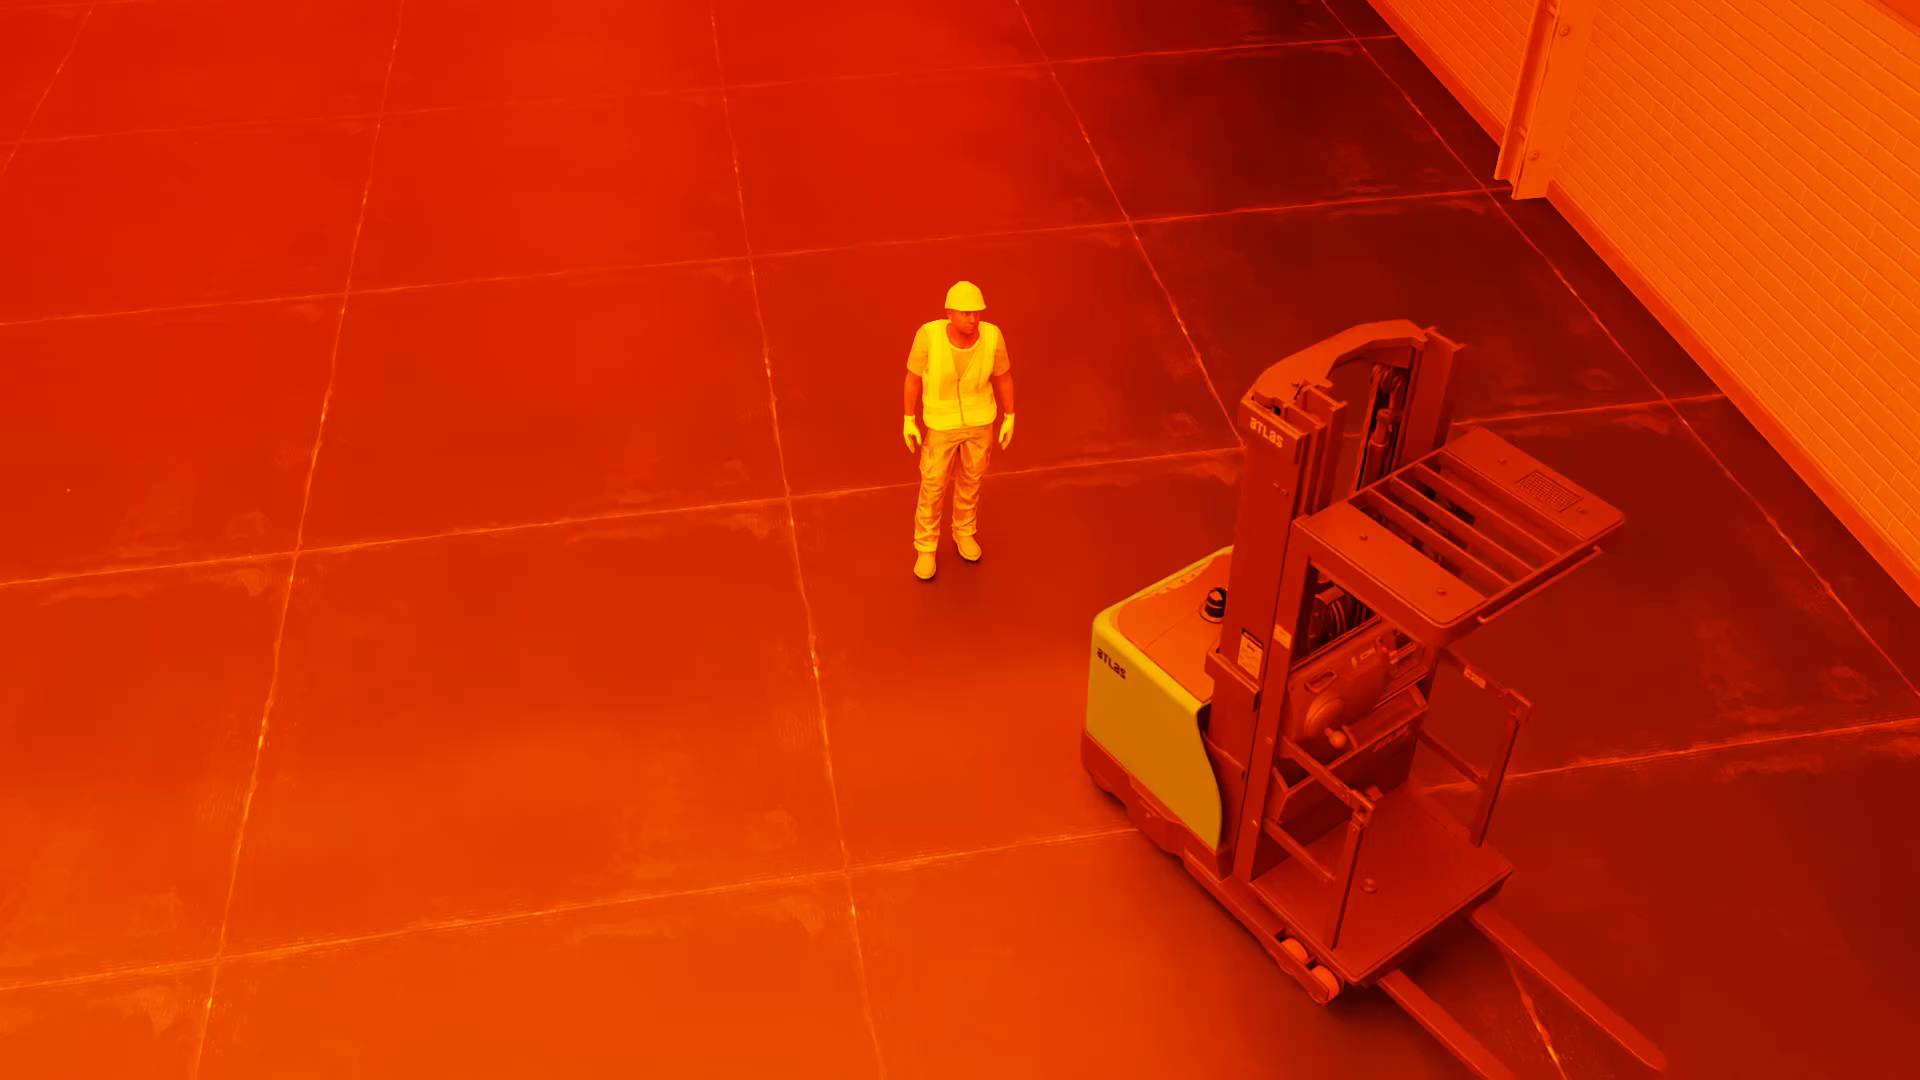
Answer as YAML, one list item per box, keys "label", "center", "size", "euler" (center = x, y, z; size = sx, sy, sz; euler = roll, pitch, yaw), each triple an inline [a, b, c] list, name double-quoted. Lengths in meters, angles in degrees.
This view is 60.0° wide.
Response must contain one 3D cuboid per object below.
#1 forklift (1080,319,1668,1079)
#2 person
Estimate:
- label: "forklift"
  center: [1.908, 0.660, 7.181]
  size: [1.130, 2.935, 3.031]
  euler: [-25, 46, -27]
- label: "person"
  center: [0.004, -0.638, 9.583]
  size: [0.656, 1.782, 0.577]
  euler: [-7, 41, -8]
